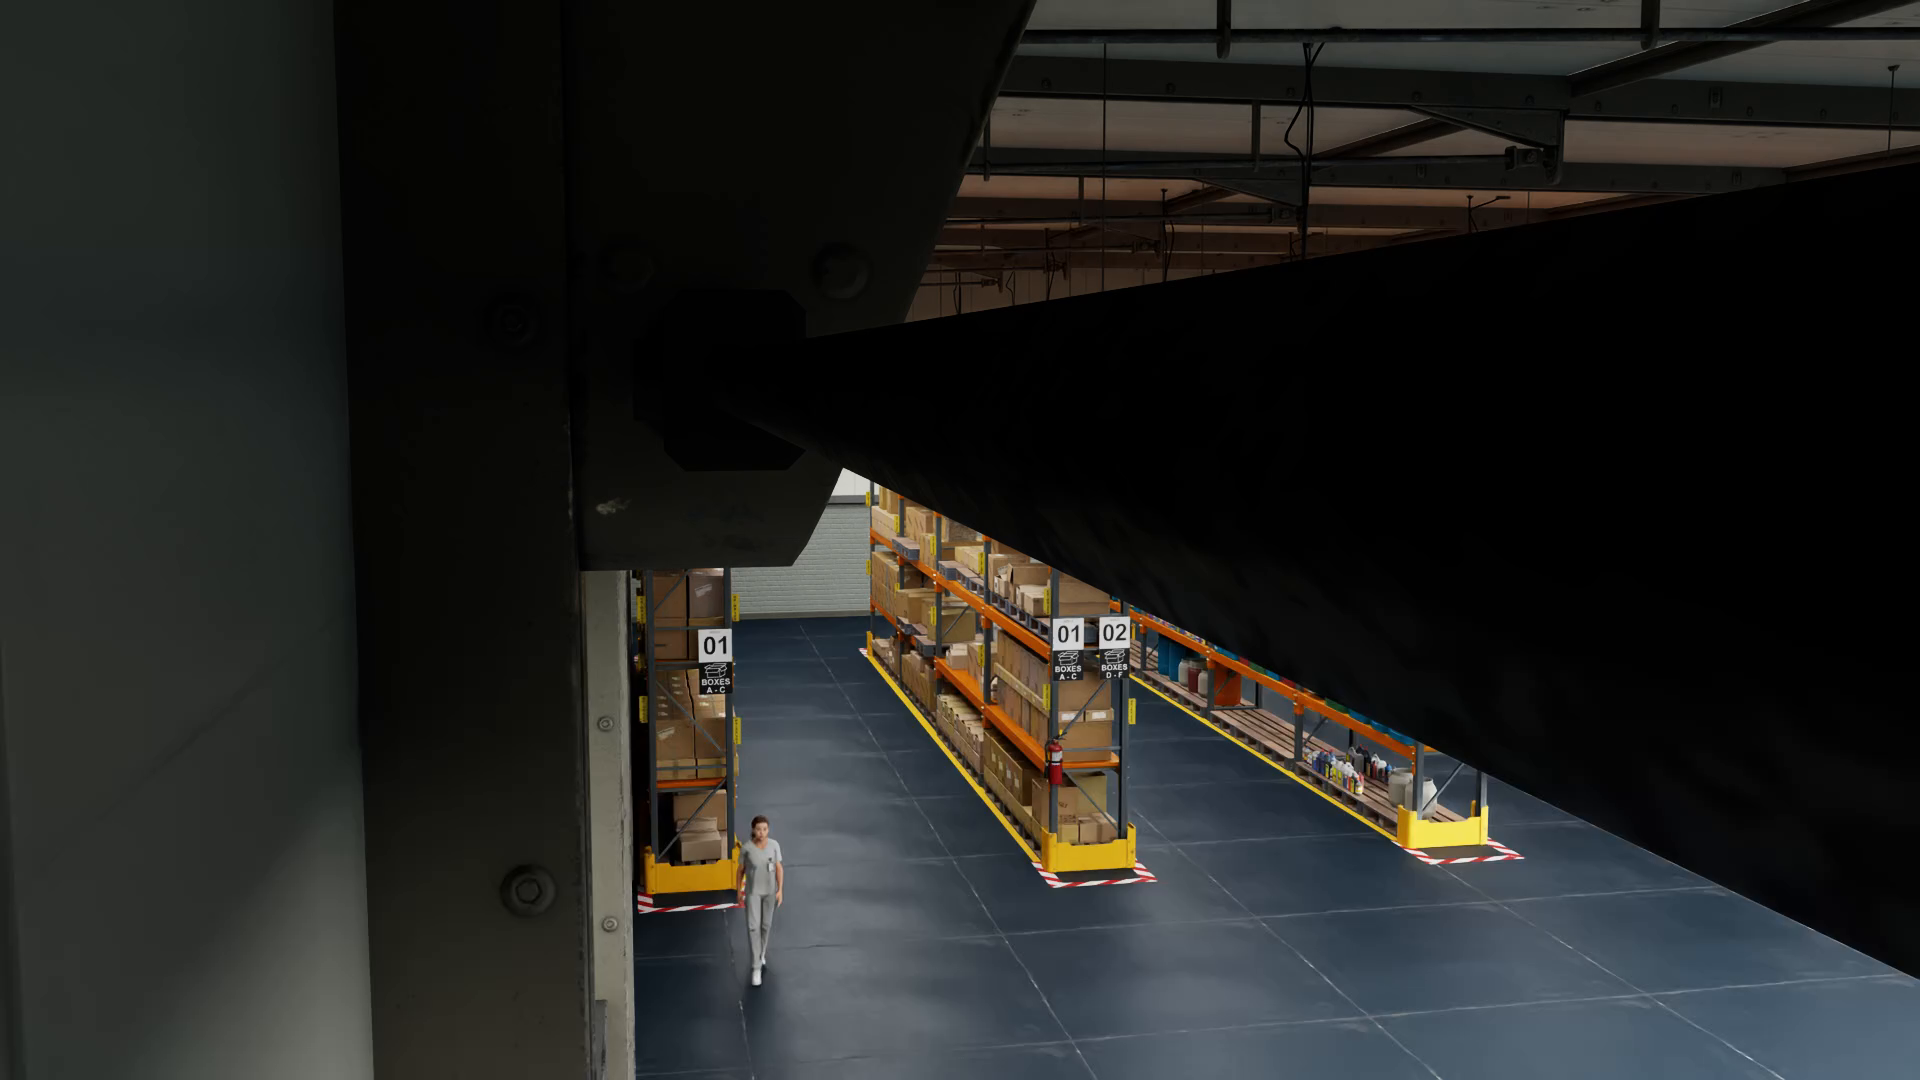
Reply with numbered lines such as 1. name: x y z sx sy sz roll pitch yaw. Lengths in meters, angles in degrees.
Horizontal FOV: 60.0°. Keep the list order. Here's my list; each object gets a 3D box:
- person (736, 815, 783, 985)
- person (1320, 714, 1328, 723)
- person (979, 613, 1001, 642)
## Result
1. person: -2.058 3.691 17.304 0.471 1.640 0.834 -2 6 -22
2. person: 6.503 2.415 29.735 0.550 1.655 0.564 0 6 0
3. person: 0.606 1.833 34.616 0.599 1.792 0.485 6 8 43
